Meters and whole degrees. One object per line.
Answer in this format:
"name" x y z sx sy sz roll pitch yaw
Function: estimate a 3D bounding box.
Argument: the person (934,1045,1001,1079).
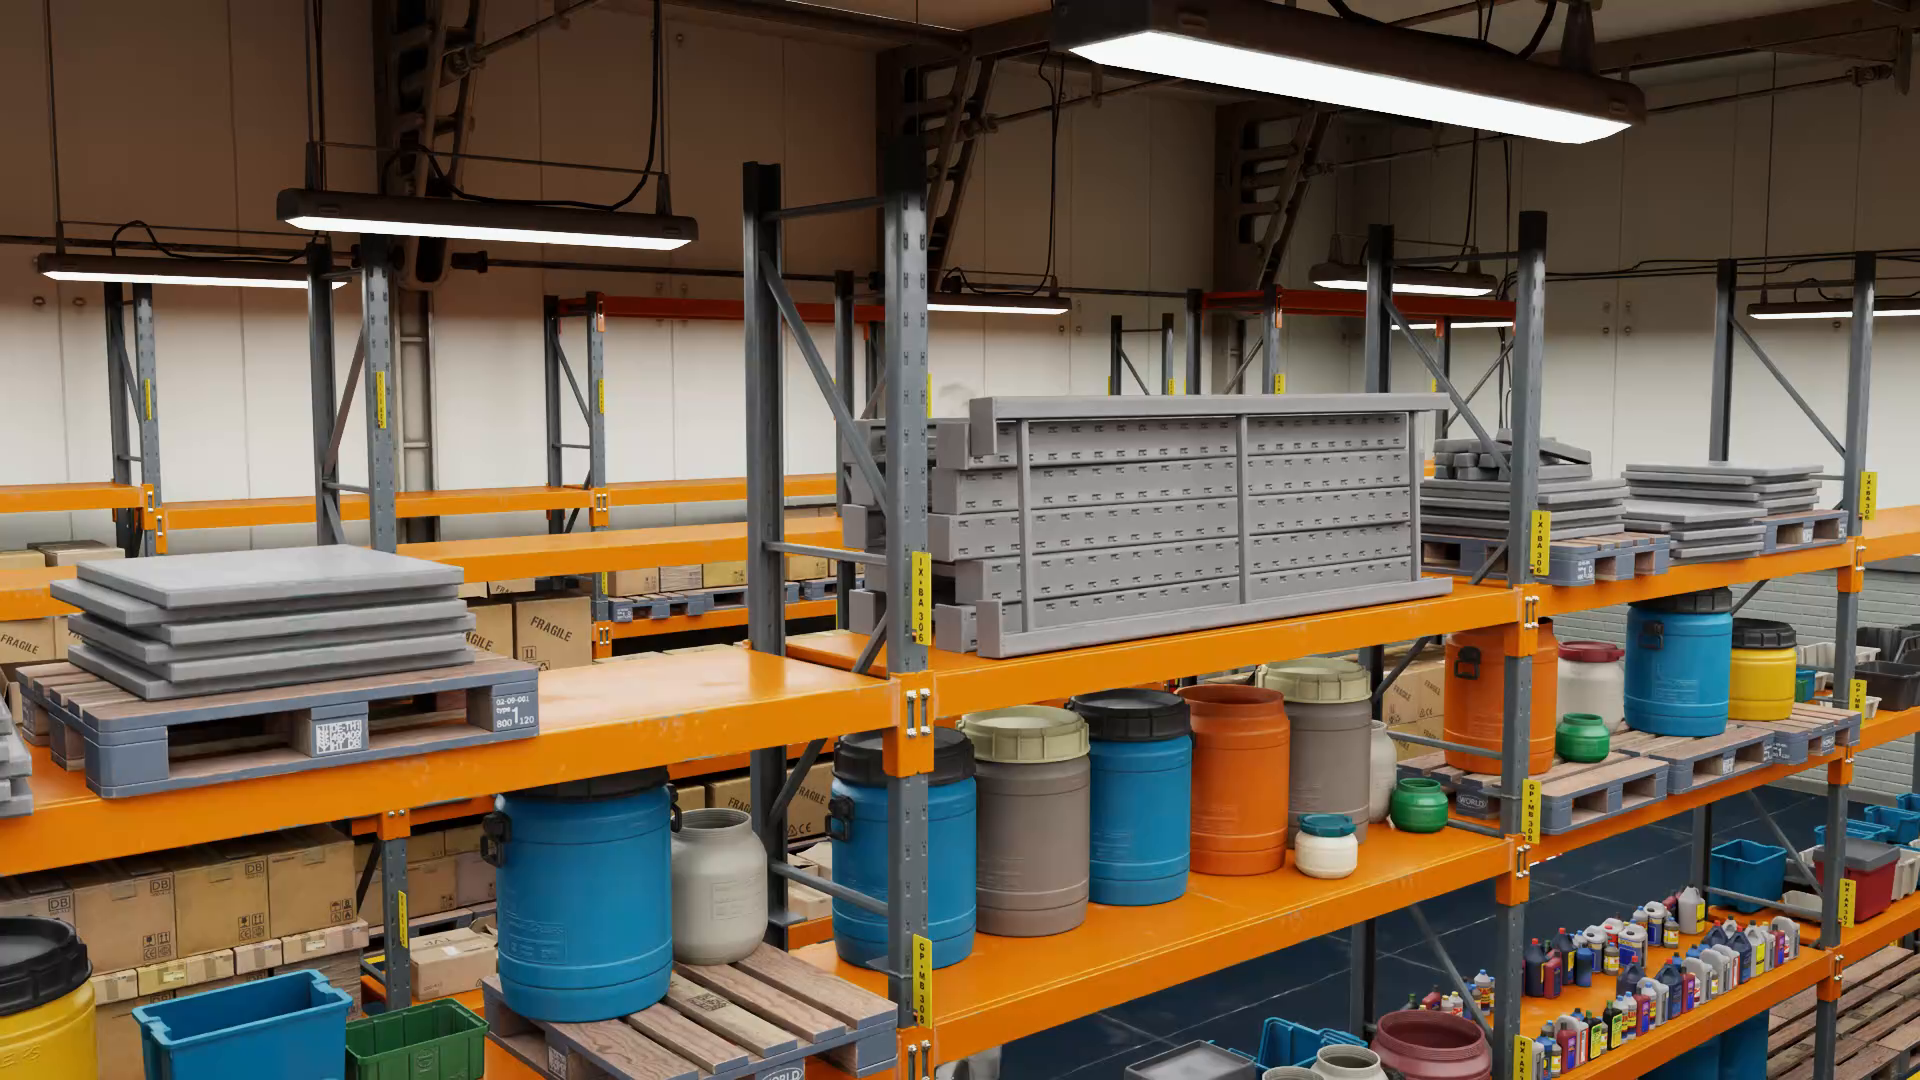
"person" 0.086 3.316 10.685 0.541 1.703 0.720 4 7 37
